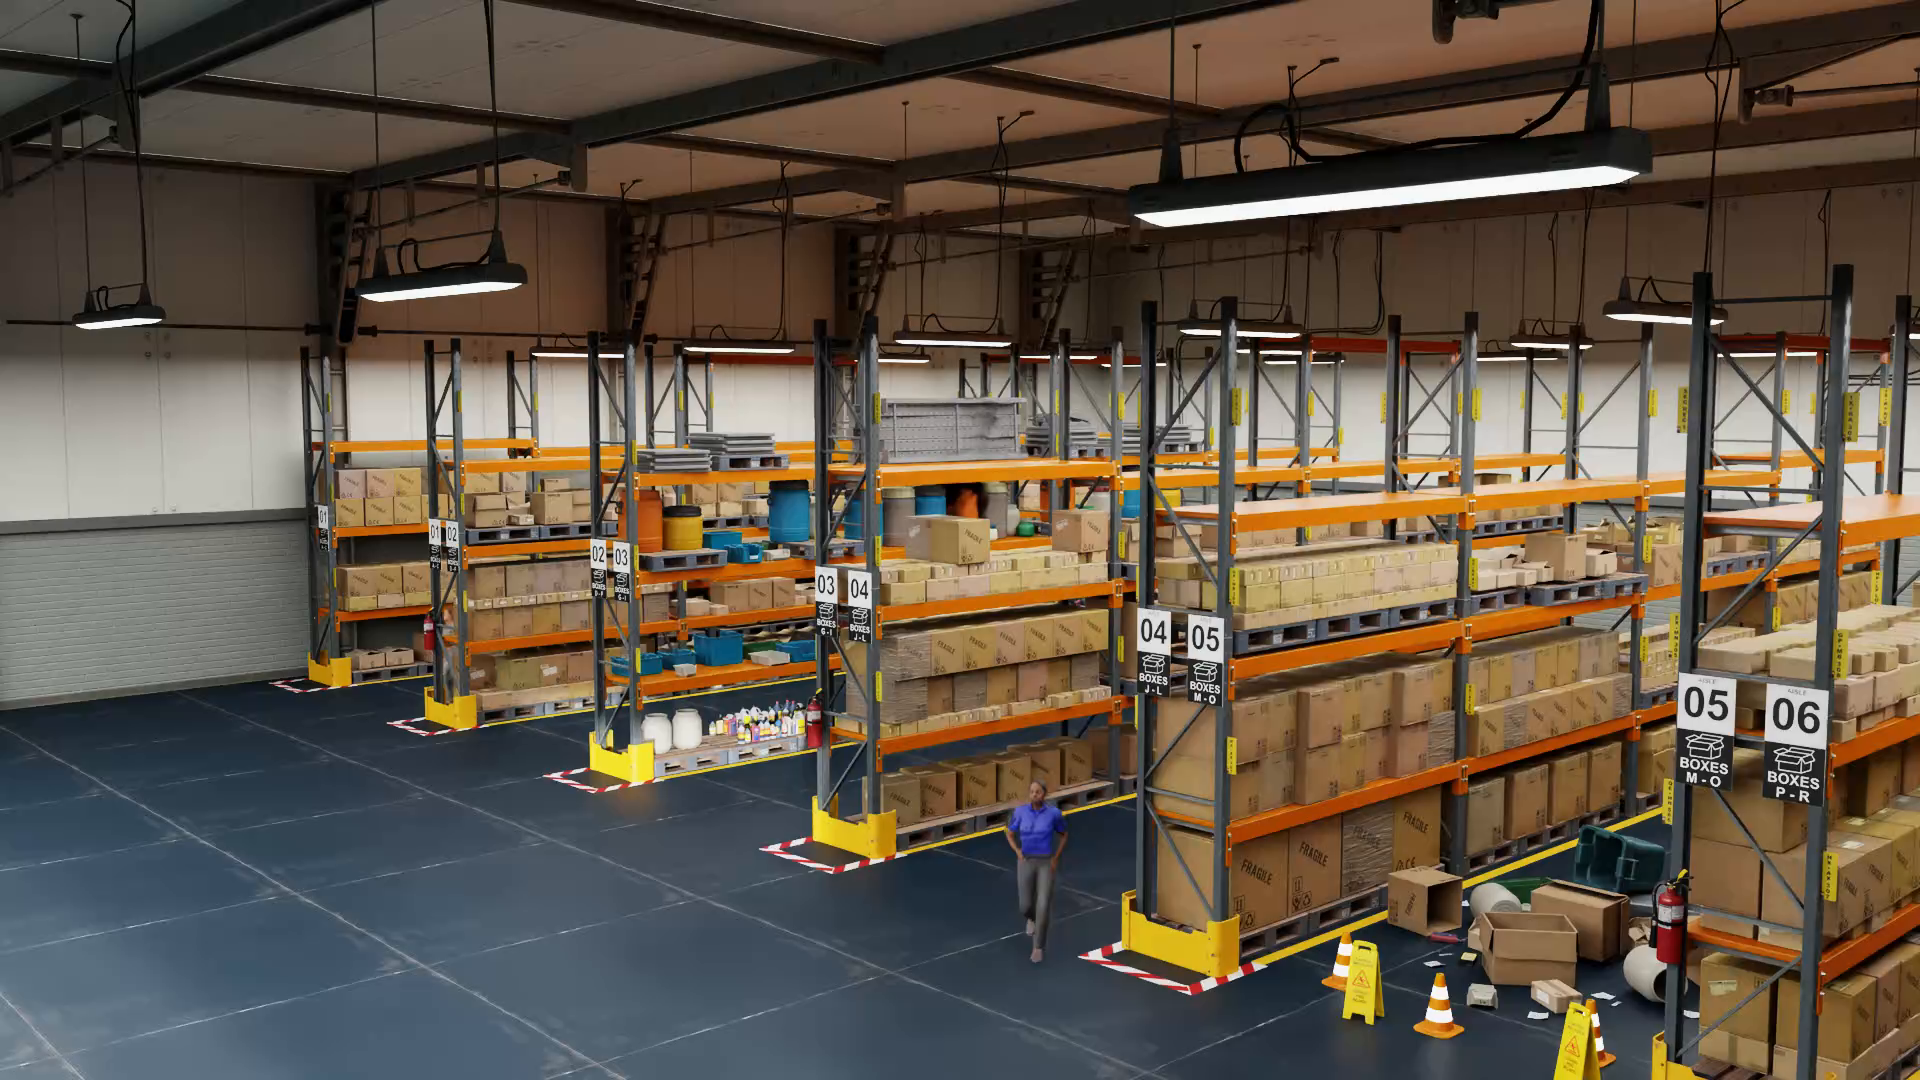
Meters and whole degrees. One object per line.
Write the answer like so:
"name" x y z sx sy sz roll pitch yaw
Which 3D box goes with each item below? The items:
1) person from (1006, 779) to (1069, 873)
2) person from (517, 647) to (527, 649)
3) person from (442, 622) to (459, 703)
"person" 0.690 2.618 15.248 0.575 0.829 0.433 1 5 11
"person" -7.639 1.710 28.852 0.691 1.780 1.046 4 7 40
"person" -8.506 2.047 27.811 0.576 1.383 0.538 -5 7 -43
